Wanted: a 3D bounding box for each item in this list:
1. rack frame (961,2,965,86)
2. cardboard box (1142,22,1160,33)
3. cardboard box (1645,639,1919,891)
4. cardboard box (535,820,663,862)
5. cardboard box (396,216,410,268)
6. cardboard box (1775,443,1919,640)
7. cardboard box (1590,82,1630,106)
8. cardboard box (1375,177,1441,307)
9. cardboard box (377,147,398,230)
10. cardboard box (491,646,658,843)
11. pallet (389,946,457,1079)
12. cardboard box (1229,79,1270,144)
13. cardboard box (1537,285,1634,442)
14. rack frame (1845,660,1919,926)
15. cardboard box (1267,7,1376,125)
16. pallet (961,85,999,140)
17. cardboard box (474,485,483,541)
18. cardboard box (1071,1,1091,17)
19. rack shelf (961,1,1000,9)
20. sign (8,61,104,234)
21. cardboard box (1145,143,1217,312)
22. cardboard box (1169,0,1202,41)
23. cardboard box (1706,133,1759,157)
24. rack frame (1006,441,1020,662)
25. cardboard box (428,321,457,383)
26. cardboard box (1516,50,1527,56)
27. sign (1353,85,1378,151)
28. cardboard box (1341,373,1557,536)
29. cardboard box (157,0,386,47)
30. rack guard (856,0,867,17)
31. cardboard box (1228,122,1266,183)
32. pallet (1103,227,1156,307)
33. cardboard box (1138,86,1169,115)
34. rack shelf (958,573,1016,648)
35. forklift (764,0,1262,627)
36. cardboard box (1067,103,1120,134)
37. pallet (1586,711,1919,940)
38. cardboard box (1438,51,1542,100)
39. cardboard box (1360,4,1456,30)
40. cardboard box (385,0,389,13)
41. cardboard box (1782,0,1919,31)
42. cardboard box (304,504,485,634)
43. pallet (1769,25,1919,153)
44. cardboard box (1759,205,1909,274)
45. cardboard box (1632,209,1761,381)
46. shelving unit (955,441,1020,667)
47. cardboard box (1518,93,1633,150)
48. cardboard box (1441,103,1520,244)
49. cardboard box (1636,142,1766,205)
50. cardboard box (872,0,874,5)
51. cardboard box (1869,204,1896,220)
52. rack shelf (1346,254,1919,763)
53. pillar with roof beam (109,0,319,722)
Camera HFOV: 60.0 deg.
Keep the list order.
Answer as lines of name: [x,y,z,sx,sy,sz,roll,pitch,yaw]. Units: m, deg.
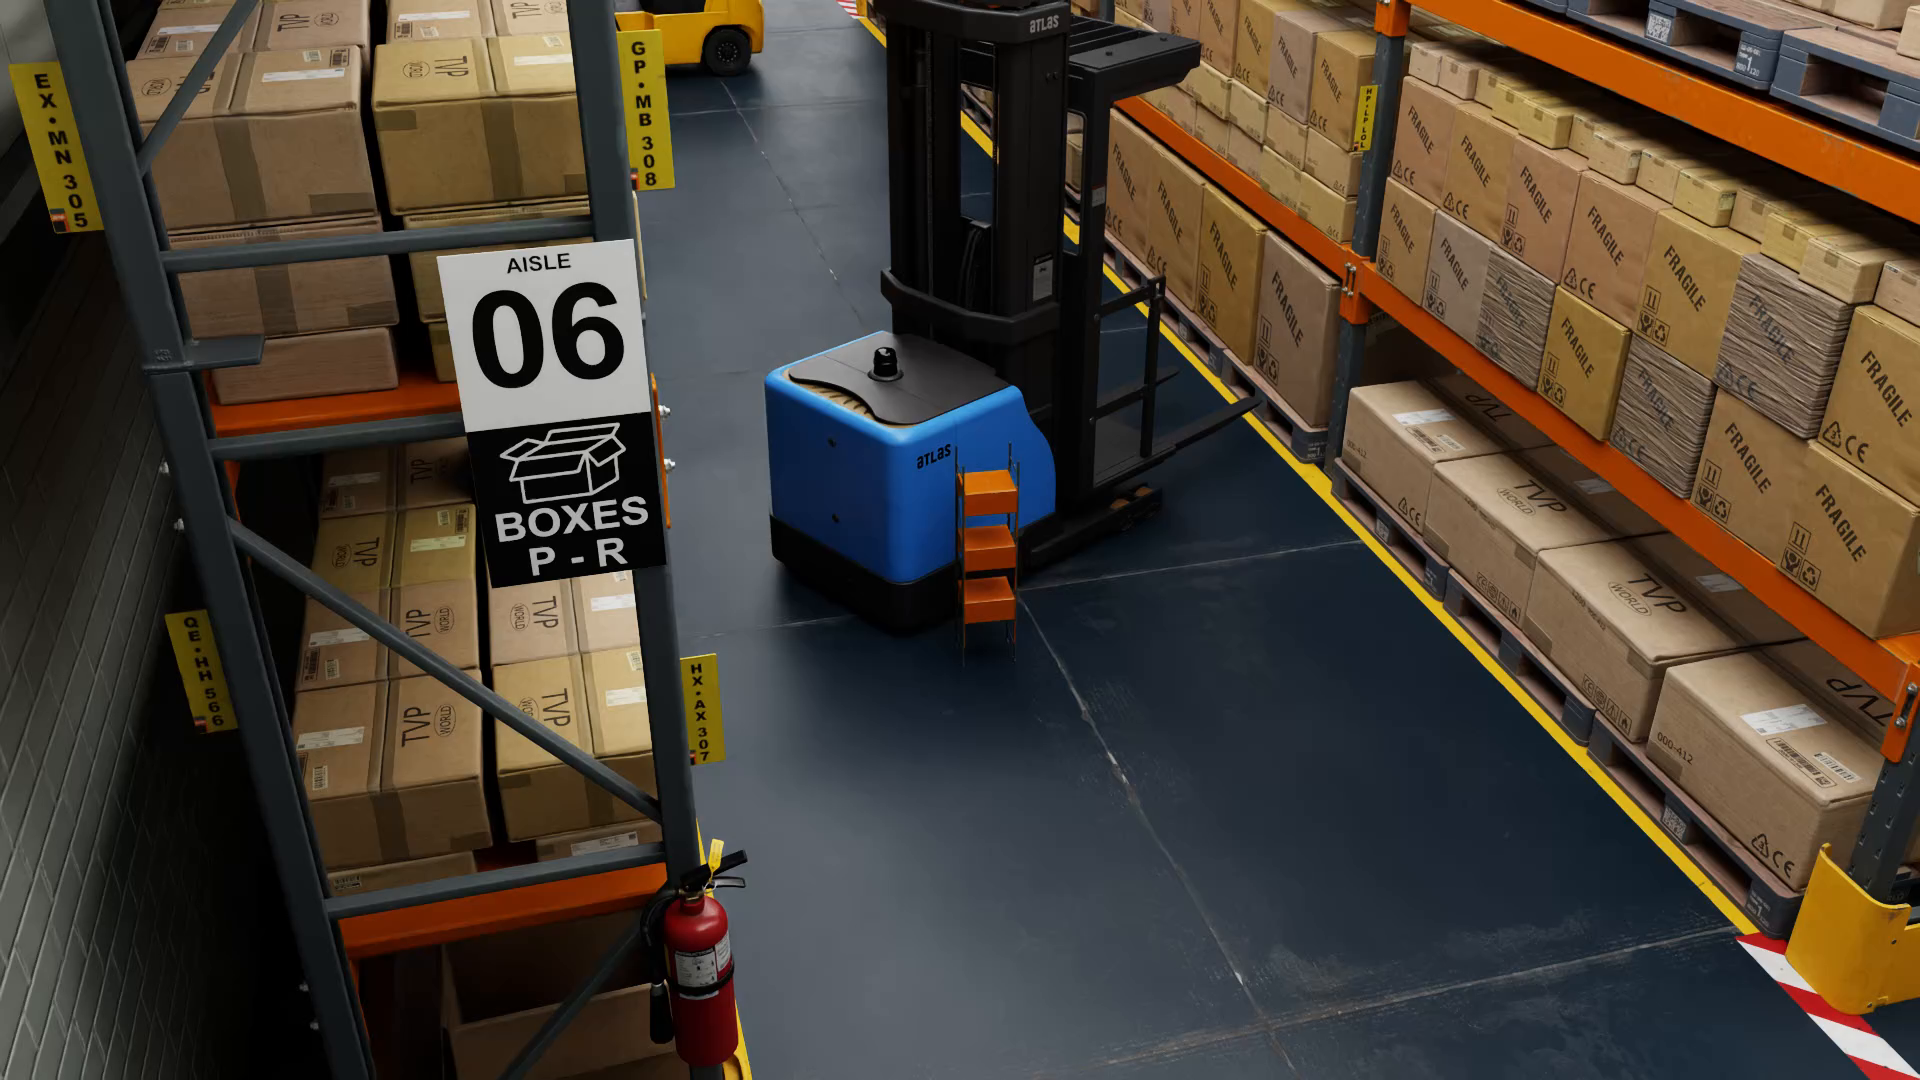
rack frame: [0.430,-5.584,15.403,1.000,3.000,0.127,-8,31,-13]
cardboard box: [1.524,-3.276,11.066,0.500,0.250,0.500,-7,31,-12]
cardboard box: [3.343,0.833,6.454,0.875,0.438,0.875,-9,31,-15]
cardboard box: [-0.993,0.787,4.647,0.380,0.149,0.250,-8,31,-14]
cardboard box: [-1.675,-0.819,4.427,0.380,0.149,0.250,-9,31,-15]
cardboard box: [3.232,-0.029,5.706,0.500,0.500,0.500,-8,31,-13]
cardboard box: [3.048,-1.987,7.443,0.380,0.149,0.250,-8,31,-14]
cardboard box: [2.425,-1.502,8.251,0.500,0.500,0.500,-7,31,-12]
cardboard box: [-1.698,-0.913,4.191,0.500,0.250,0.500,-8,31,-13]
cardboard box: [-1.030,0.555,4.650,0.500,0.250,0.500,-8,31,-13]
pallet: [-1.402,1.659,5.673,1.003,0.211,1.213,-8,31,-13]
cardboard box: [1.919,-2.542,9.798,0.500,0.250,0.500,-7,31,-12]
cardboard box: [2.817,-0.768,6.984,0.500,0.500,0.500,-7,31,-12]
rack frame: [3.615,0.212,5.390,1.000,3.000,0.127,-8,31,-13]
cardboard box: [2.048,-2.627,9.197,0.500,0.500,0.500,-7,31,-12]
pallet: [0.638,-4.001,15.452,1.003,0.211,1.213,-8,31,-13]
cardboard box: [-1.458,-0.177,5.915,0.500,0.250,0.500,-9,31,-15]
cardboard box: [1.037,-3.972,12.450,0.380,0.149,0.250,-7,31,-13]
rack shelf: [0.961,-4.307,13.914,1.077,0.370,4.000,-8,31,-13]
sign: [-1.710,-0.744,3.162,0.100,0.325,0.005,-8,31,-13]
cardboard box: [1.827,-2.138,11.152,0.875,0.875,0.875,-7,31,-13]
cardboard box: [1.650,-3.367,10.475,0.500,0.500,0.500,-7,31,-12]
cardboard box: [3.300,-1.628,6.823,0.380,0.149,0.250,-8,31,-13]
rack frame: [0.239,0.065,7.590,0.008,1.050,0.200,-5,30,-9]
cardboard box: [-1.030,-0.501,3.877,0.380,0.149,0.250,-7,31,-12]
cardboard box: [2.942,-2.370,8.106,0.380,0.149,0.250,-8,31,-14]
sign: [2.033,-2.110,8.325,0.100,0.325,0.005,-8,31,-13]
cardboard box: [2.616,-0.475,8.716,0.875,0.438,0.875,-8,31,-14]
cardboard box: [-1.841,-1.381,4.501,0.500,0.250,0.500,-8,31,-13]
rack guard: [-0.612,-6.397,19.303,1.175,0.500,0.348,-8,31,-13]
cardboard box: [1.941,-2.331,9.932,0.500,0.250,0.500,-9,31,-15]
pallet: [1.628,-2.054,12.089,1.003,0.211,1.213,-8,31,-13]
cardboard box: [1.532,-3.072,11.212,0.500,0.250,0.500,-9,31,-15]
rack shelf: [0.119,0.325,7.716,0.240,0.259,0.215,-5,30,-9]
forklift: [0.448,-1.486,8.392,3.031,2.935,1.130,-26,39,-37]
cardboard box: [1.148,-3.326,13.706,0.950,0.372,0.625,-8,31,-14]
pallet: [3.327,1.043,6.738,1.003,0.211,1.213,-8,31,-13]
cardboard box: [2.470,-2.168,7.756,0.380,0.149,0.250,-7,31,-13]
cardboard box: [2.552,-2.689,9.303,0.500,0.500,0.500,-8,31,-14]
cardboard box: [-1.309,-1.441,4.605,0.500,0.250,0.500,-8,31,-14]
cardboard box: [3.266,-2.002,5.791,0.500,0.311,0.500,-7,31,-12]
cardboard box: [-1.810,0.134,5.377,0.500,0.250,0.500,-7,31,-12]
pallet: [3.408,-1.405,5.277,1.003,0.211,1.213,-8,31,-13]
cardboard box: [3.059,-1.052,5.827,0.380,0.149,0.250,-7,31,-12]
cardboard box: [2.962,-0.953,6.305,0.500,0.500,0.500,-8,31,-14]
shelving unit: [0.119,0.075,7.572,0.252,1.050,0.215,-5,30,-9]
cardboard box: [2.628,-1.790,7.103,0.380,0.149,0.250,-9,31,-15]
cardboard box: [2.574,-1.689,7.576,0.500,0.500,0.500,-8,31,-14]
cardboard box: [2.883,-1.430,6.481,0.380,0.149,0.250,-7,31,-12]
cardboard box: [-0.684,-6.081,18.588,0.500,0.250,0.500,-8,31,-14]
cardboard box: [3.483,-1.256,6.180,0.380,0.149,0.250,-8,31,-13]
rack shelf: [3.084,-0.443,7.239,1.077,0.370,4.000,-8,31,-13]
pillar with roof beam: [1.235,-3.771,6.282,9.100,9.000,0.400,-8,31,-13]
